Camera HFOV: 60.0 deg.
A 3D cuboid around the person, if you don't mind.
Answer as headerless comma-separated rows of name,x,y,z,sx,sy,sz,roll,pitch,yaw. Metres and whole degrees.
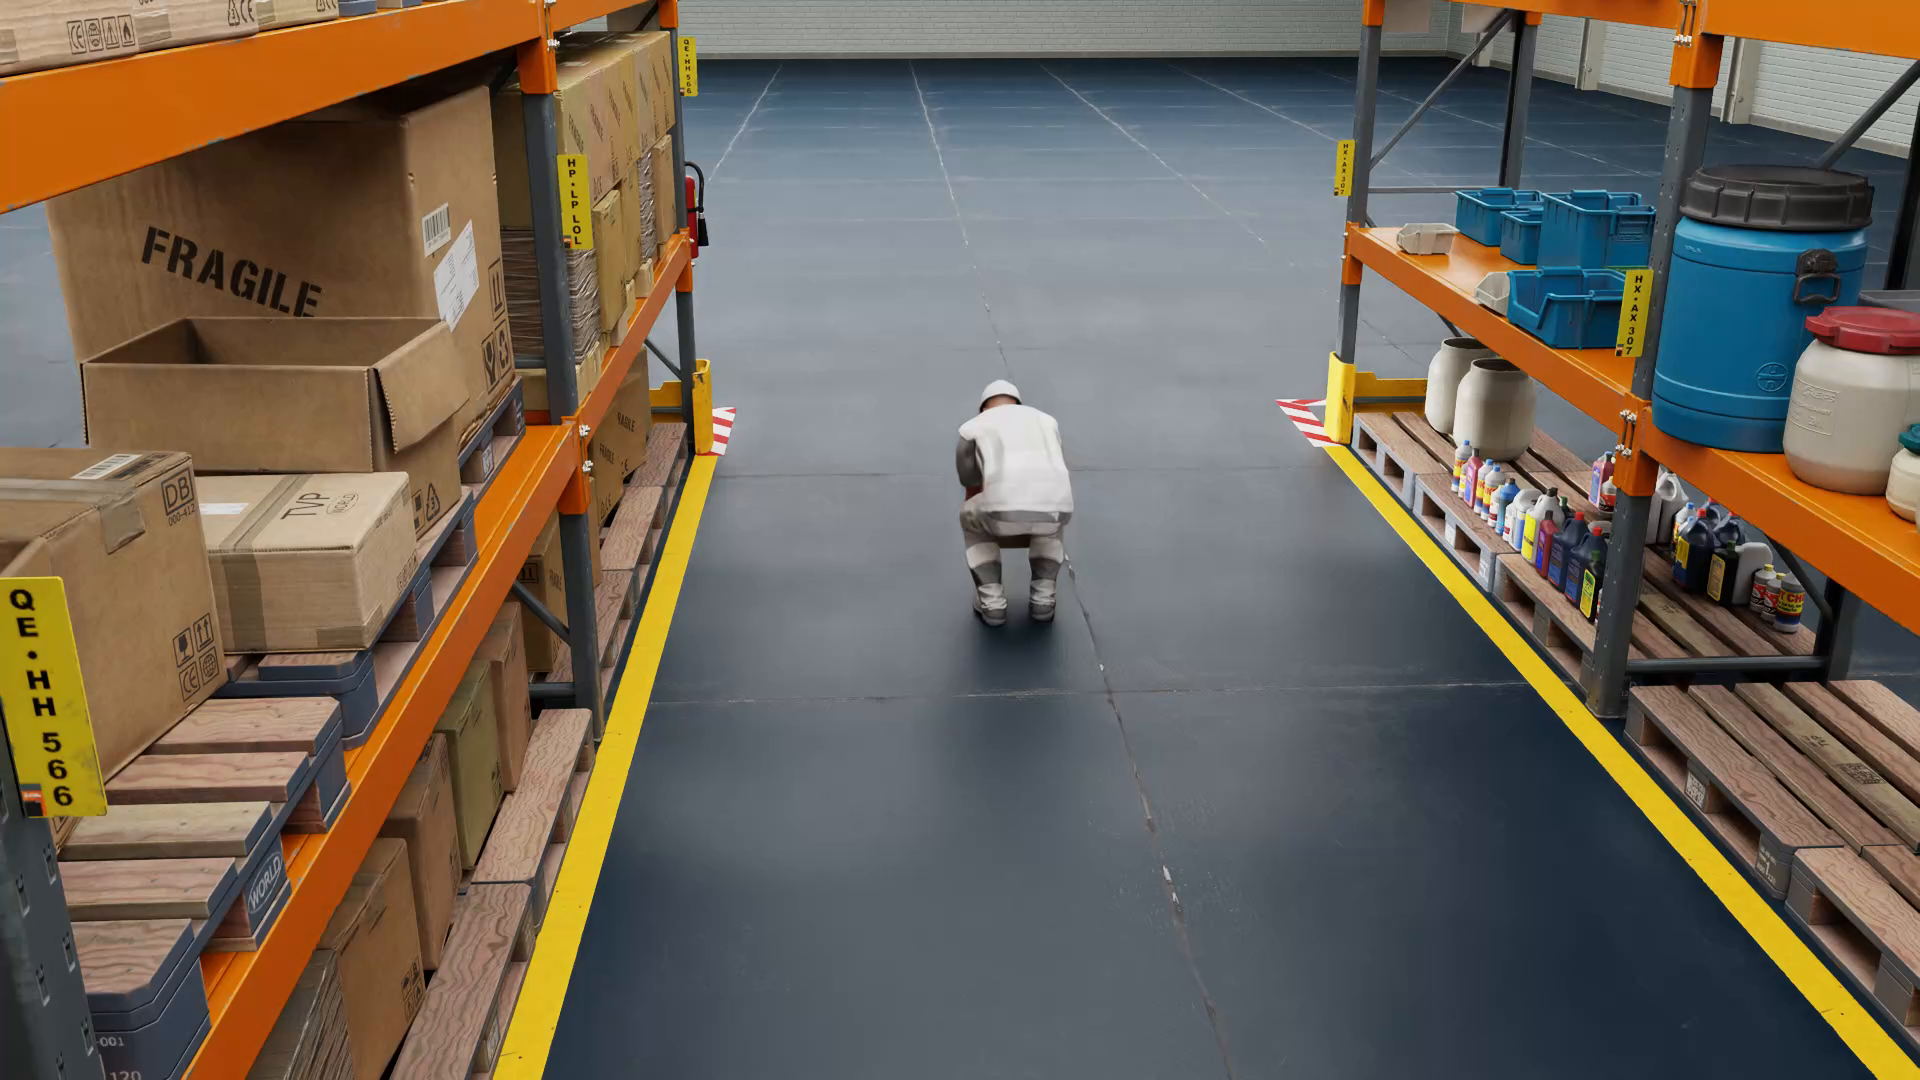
person,0.253,-0.163,7.650,0.525,0.989,0.920,-2,20,-5
